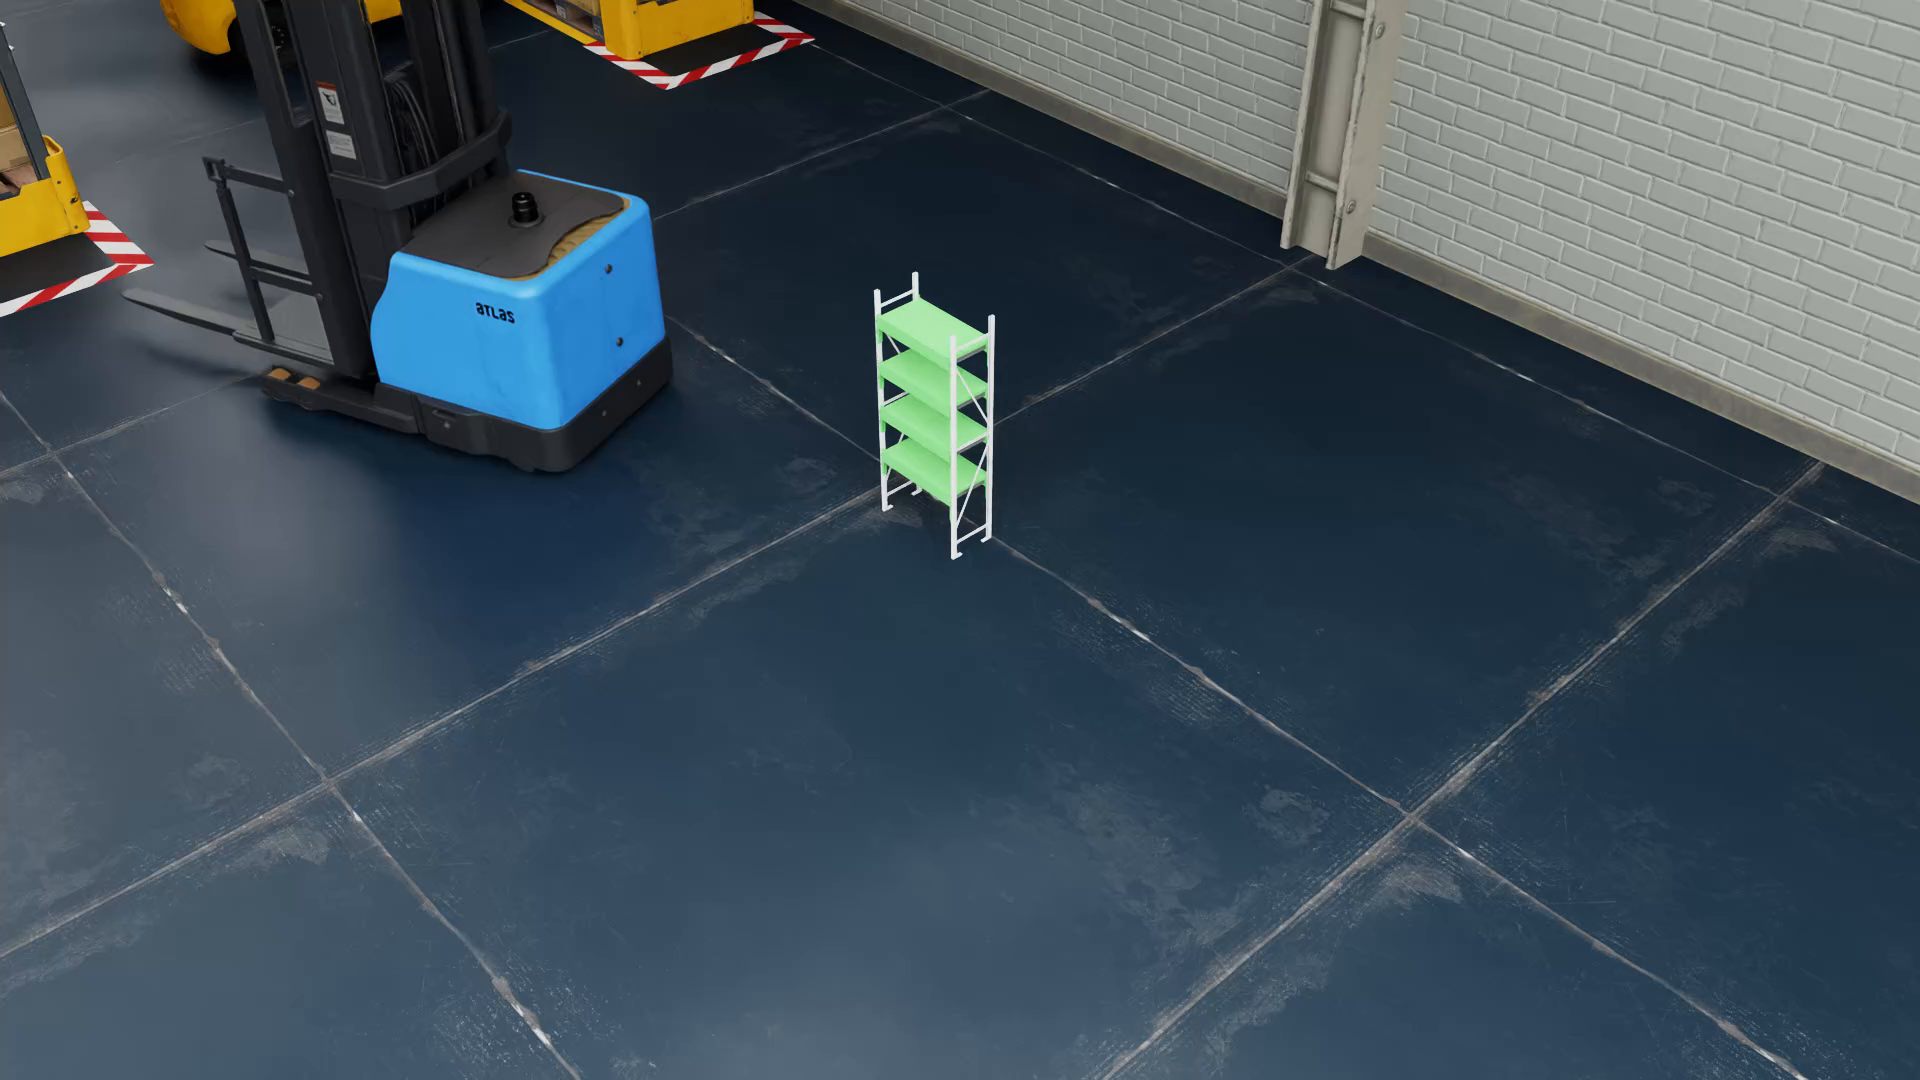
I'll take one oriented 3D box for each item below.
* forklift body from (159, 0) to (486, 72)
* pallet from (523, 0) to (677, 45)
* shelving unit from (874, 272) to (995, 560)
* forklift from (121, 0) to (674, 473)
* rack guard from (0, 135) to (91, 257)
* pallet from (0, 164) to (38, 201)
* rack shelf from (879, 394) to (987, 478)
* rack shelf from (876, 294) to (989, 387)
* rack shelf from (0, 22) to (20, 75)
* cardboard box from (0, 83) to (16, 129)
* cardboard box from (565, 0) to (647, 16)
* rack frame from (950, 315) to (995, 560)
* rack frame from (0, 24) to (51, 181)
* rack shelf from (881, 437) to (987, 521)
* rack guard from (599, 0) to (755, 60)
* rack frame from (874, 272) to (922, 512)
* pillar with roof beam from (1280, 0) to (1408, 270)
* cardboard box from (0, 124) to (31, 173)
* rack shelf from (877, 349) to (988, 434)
[{"bbox_3d":[-4.726,-4.739,11.906,2.313,2.155,1.214,-30,48,-32],"label":"forklift body"},{"bbox_3d":[-2.647,-4.219,12.805,1.003,0.211,1.213,-30,48,-32],"label":"pallet"},{"bbox_3d":[-0.112,-0.543,7.468,0.258,1.200,0.503,-30,48,-32],"label":"shelving unit"},{"bbox_3d":[-3.060,-2.092,8.007,3.031,2.935,1.130,16,42,19],"label":"forklift"},{"bbox_3d":[-5.804,-1.919,9.728,1.175,0.500,0.348,-30,48,-32],"label":"rack guard"},{"bbox_3d":[-6.328,-2.198,10.303,1.003,0.211,1.213,-30,48,-32],"label":"pallet"},{"bbox_3d":[-0.112,-0.494,7.508,0.258,0.148,0.480,-30,48,-32],"label":"rack shelf"},{"bbox_3d":[-0.112,-0.867,7.206,0.258,0.148,0.480,-30,48,-32],"label":"rack shelf"},{"bbox_3d":[-7.106,-3.502,10.271,1.077,0.370,4.000,-30,48,-32],"label":"rack shelf"},{"bbox_3d":[-6.111,-2.743,10.017,0.500,0.500,0.500,-32,49,-33],"label":"cardboard box"},{"bbox_3d":[-2.650,-4.144,12.348,0.500,0.250,0.500,-30,47,-31],"label":"cardboard box"},{"bbox_3d":[0.053,-0.430,7.328,0.240,1.200,0.015,-30,48,-32],"label":"rack frame"},{"bbox_3d":[-5.753,-2.856,8.899,1.000,3.000,0.127,-30,48,-32],"label":"rack frame"},{"bbox_3d":[-0.112,-0.307,7.659,0.258,0.148,0.480,-30,48,-32],"label":"rack shelf"},{"bbox_3d":[-2.083,-3.984,12.285,1.175,0.500,0.348,-30,48,-32],"label":"rack guard"},{"bbox_3d":[-0.277,-0.656,7.608,0.240,1.200,0.015,-30,48,-32],"label":"rack frame"},{"bbox_3d":[-1.019,-3.400,4.798,9.100,9.000,0.400,-30,48,-32],"label":"pillar with roof beam"},{"bbox_3d":[-6.095,-2.441,10.239,0.500,0.250,0.500,-30,48,-32],"label":"cardboard box"},{"bbox_3d":[-0.112,-0.680,7.357,0.258,0.148,0.480,-30,48,-32],"label":"rack shelf"}]
